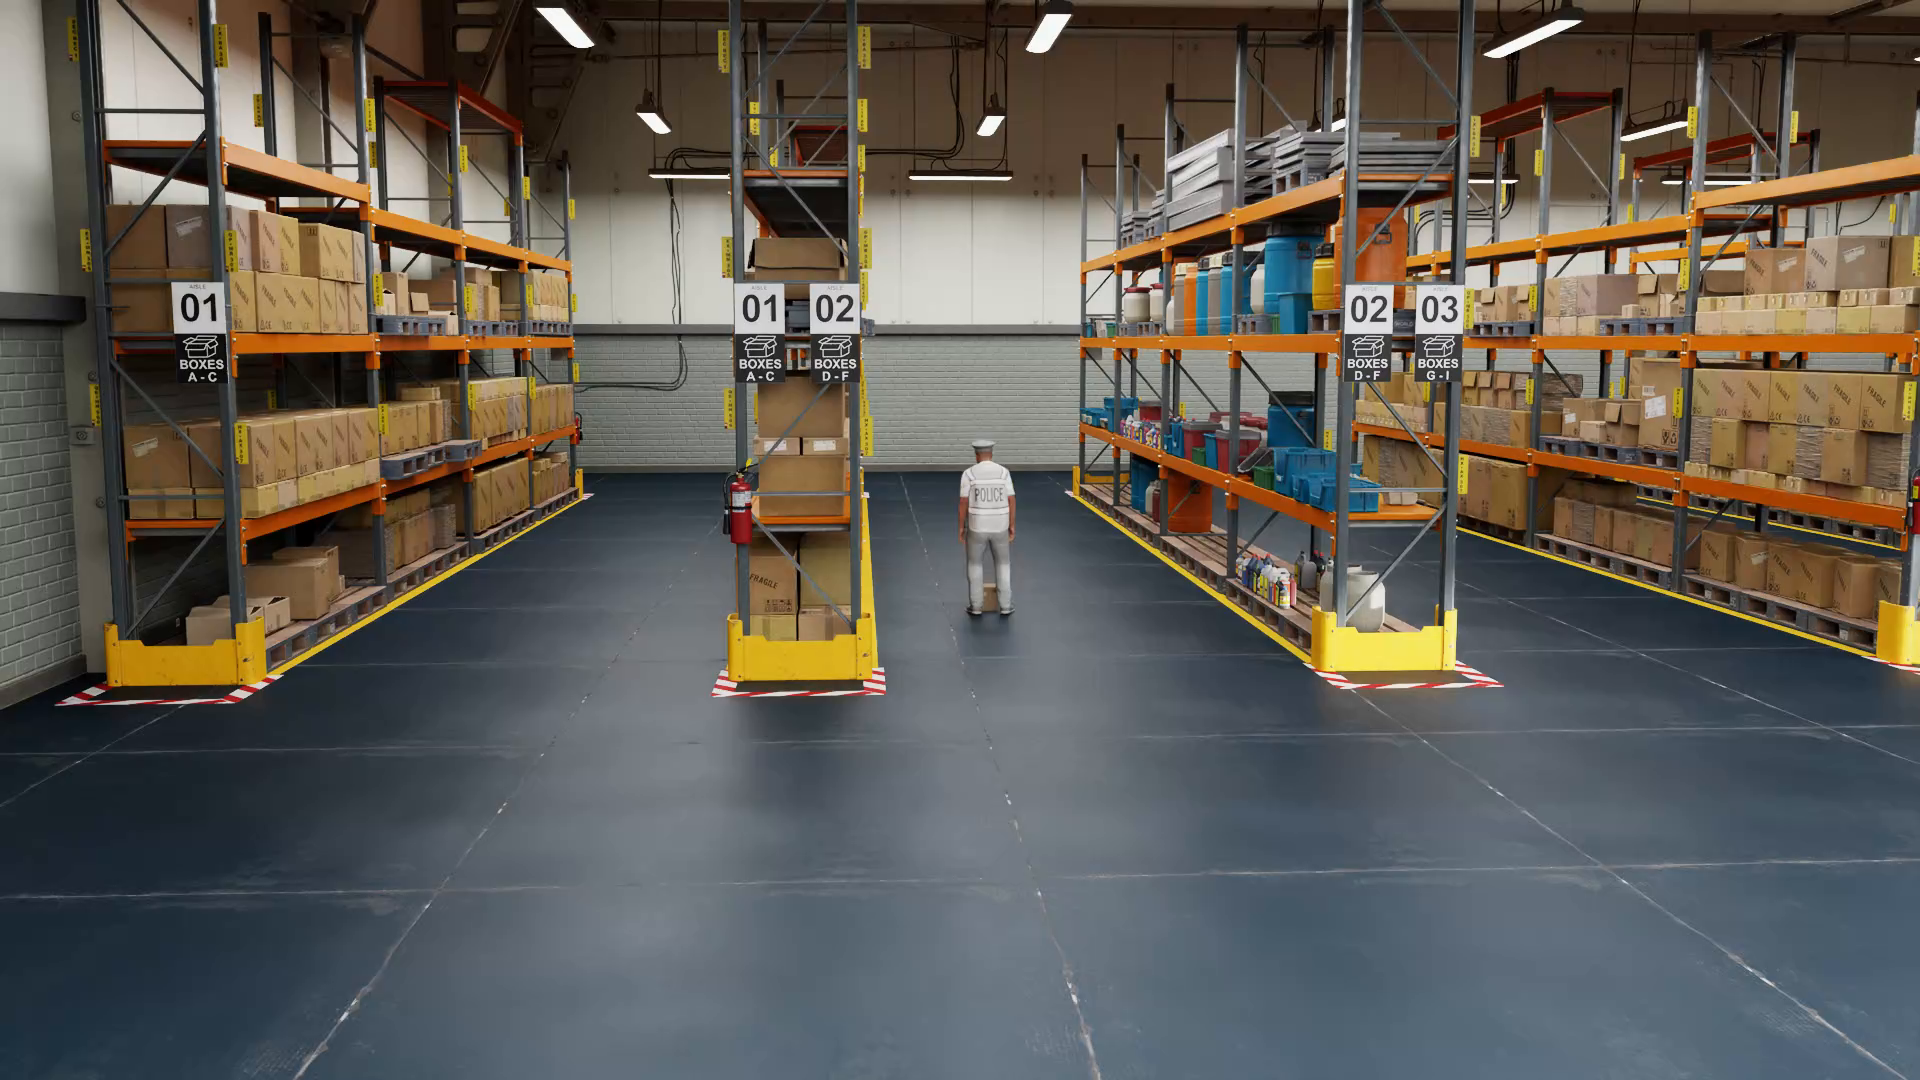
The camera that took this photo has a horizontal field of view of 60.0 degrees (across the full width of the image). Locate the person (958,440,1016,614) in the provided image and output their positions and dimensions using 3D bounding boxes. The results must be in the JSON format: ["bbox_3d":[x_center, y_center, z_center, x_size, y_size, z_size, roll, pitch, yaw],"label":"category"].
[{"bbox_3d":[0.275,-0.122,16.737,0.598,1.747,0.447,-1,7,-7],"label":"person"}]
